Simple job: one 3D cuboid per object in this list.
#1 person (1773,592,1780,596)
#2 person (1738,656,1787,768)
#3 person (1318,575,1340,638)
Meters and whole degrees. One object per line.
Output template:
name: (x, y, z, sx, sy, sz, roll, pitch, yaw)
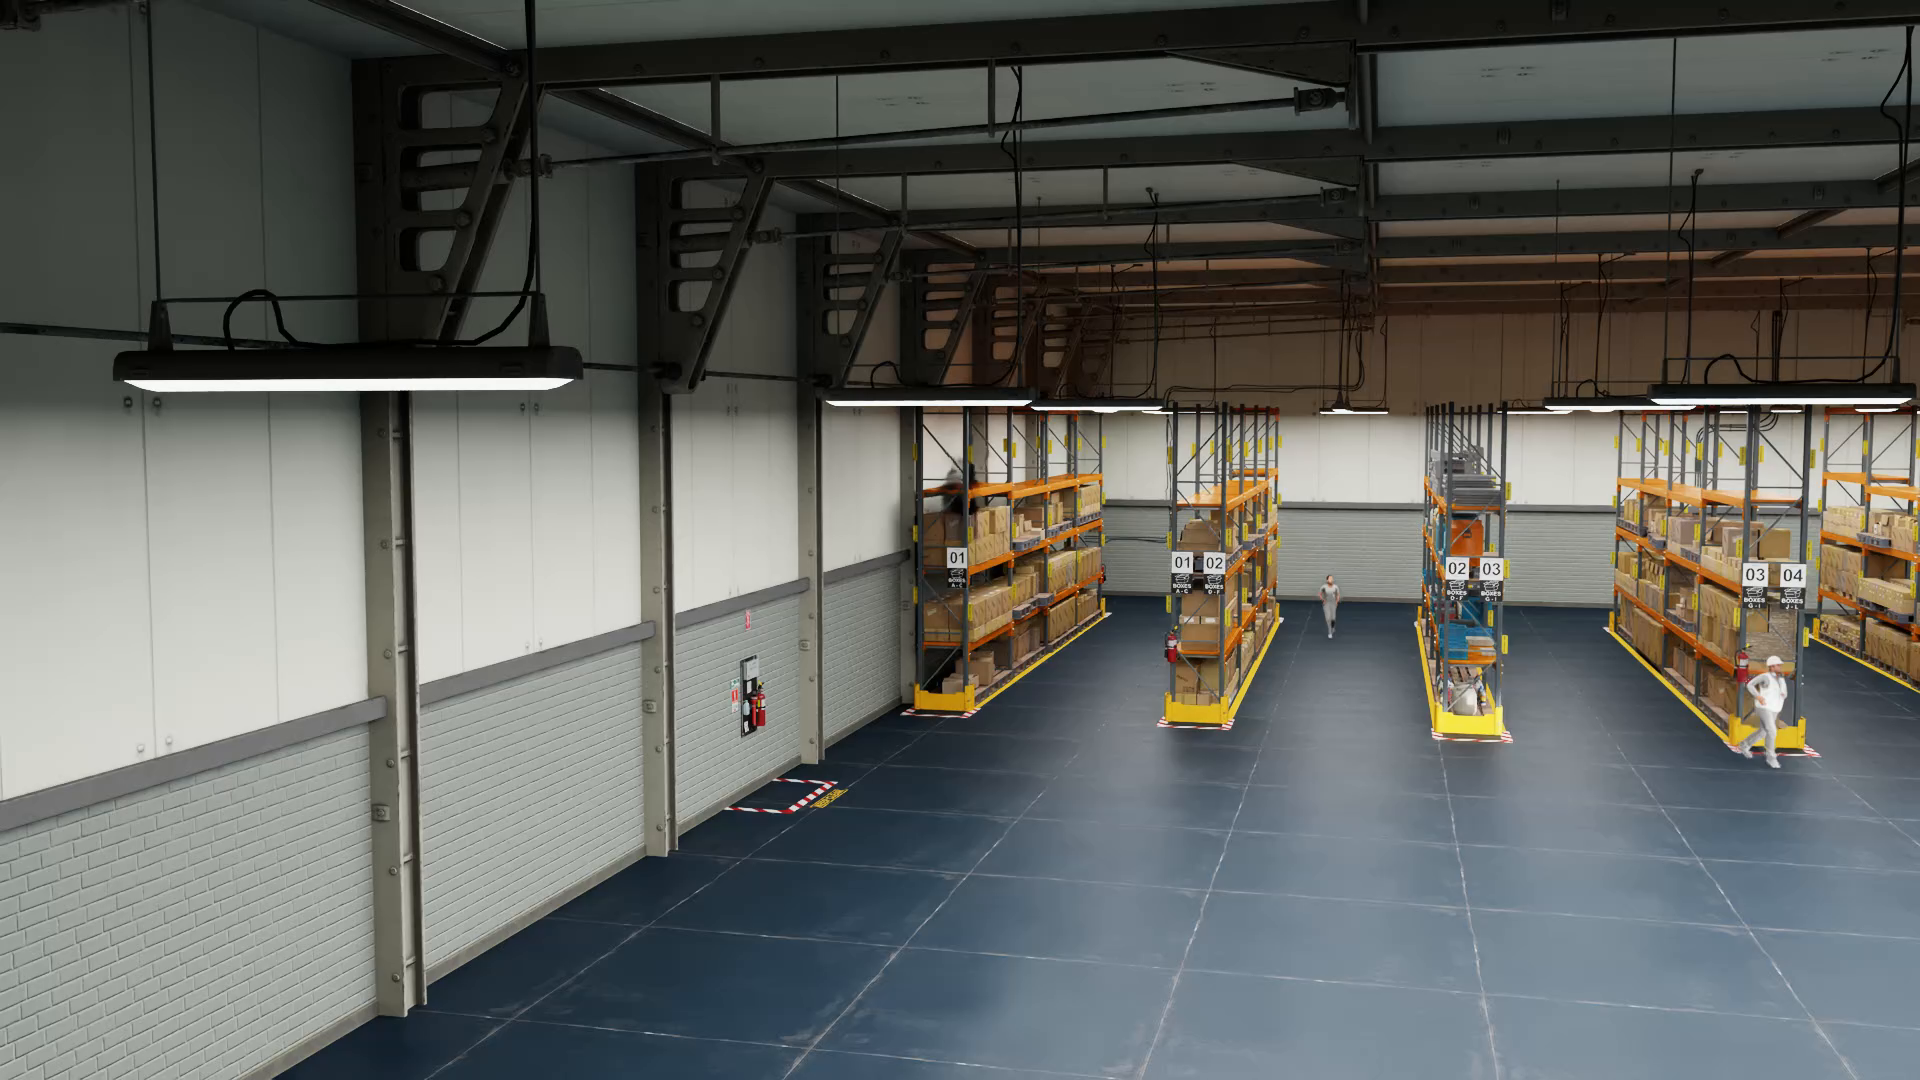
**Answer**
person: (21.942, 1.606, 44.284, 0.936, 1.689, 0.736, -1, 4, -15)
person: (13.400, 2.819, 27.575, 0.661, 1.804, 0.869, -2, 5, -28)
person: (9.604, 1.725, 43.260, 0.560, 1.629, 0.599, 0, 4, 6)
